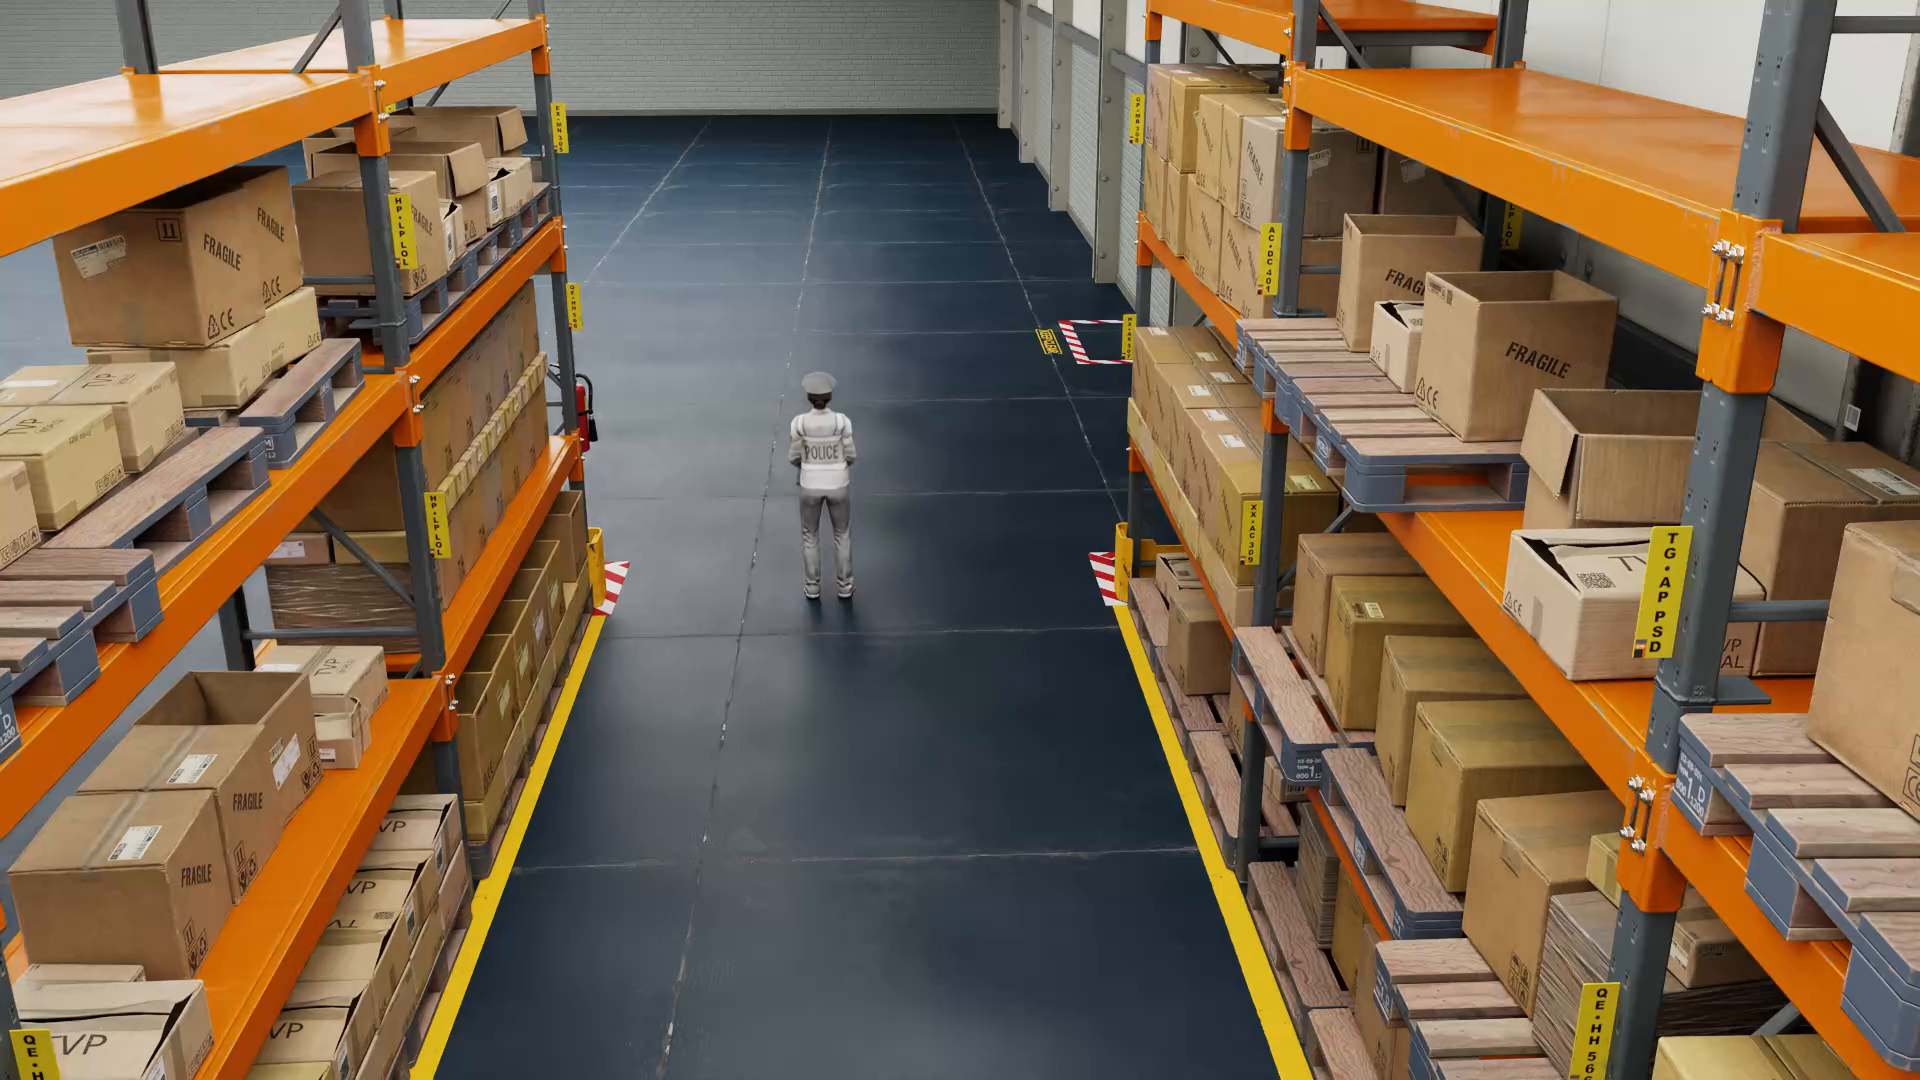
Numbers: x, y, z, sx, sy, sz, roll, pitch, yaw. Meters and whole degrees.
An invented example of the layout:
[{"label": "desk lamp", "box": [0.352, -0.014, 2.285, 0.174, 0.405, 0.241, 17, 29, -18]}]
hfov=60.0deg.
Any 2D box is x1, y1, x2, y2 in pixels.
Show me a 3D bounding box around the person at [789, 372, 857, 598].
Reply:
[{"label": "person", "box": [-0.995, -0.412, 12.134, 0.489, 1.691, 0.489, -1, 21, -3]}]
